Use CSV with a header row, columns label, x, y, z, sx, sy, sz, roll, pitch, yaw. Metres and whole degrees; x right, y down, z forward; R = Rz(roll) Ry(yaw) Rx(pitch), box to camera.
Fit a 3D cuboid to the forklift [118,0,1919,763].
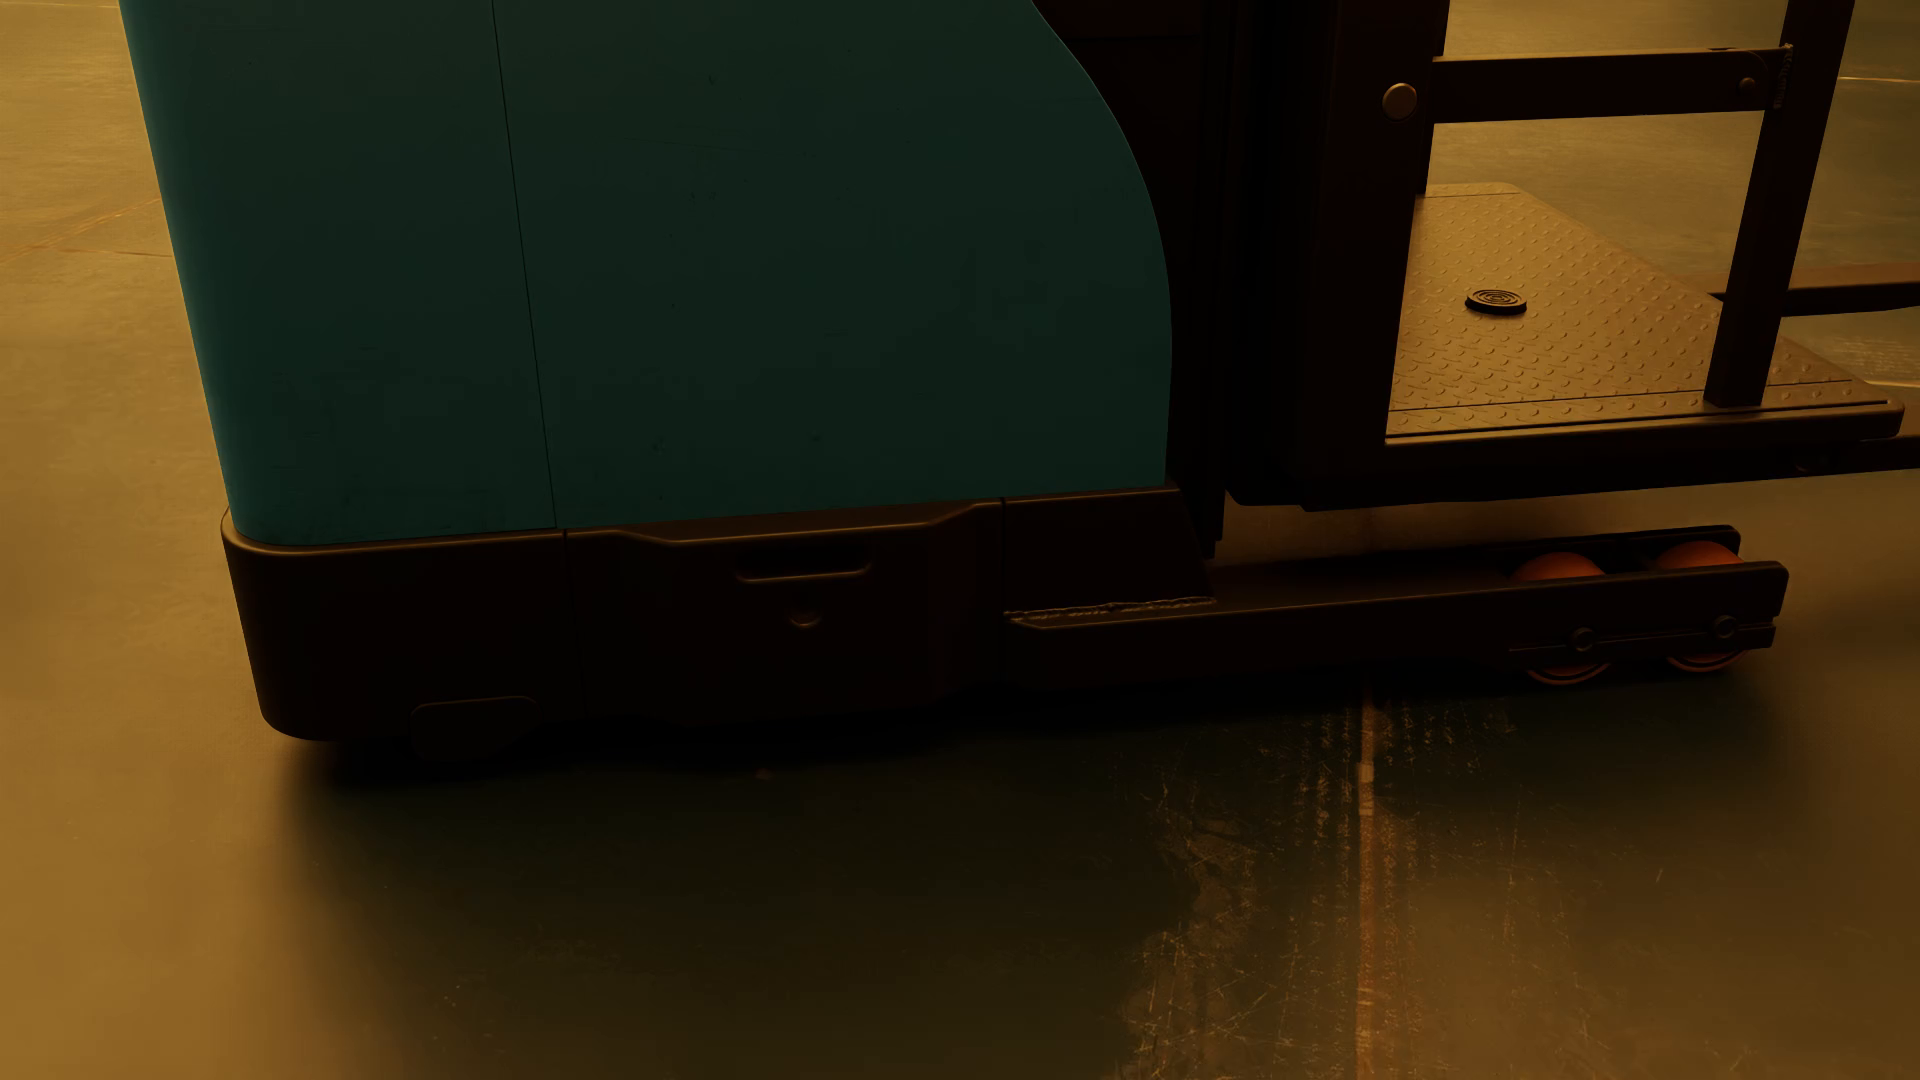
label,x,y,z,sx,sy,sz,roll,pitch,yaw
forklift,0.600,-1.354,1.930,3.031,2.935,1.130,-4,27,-9
